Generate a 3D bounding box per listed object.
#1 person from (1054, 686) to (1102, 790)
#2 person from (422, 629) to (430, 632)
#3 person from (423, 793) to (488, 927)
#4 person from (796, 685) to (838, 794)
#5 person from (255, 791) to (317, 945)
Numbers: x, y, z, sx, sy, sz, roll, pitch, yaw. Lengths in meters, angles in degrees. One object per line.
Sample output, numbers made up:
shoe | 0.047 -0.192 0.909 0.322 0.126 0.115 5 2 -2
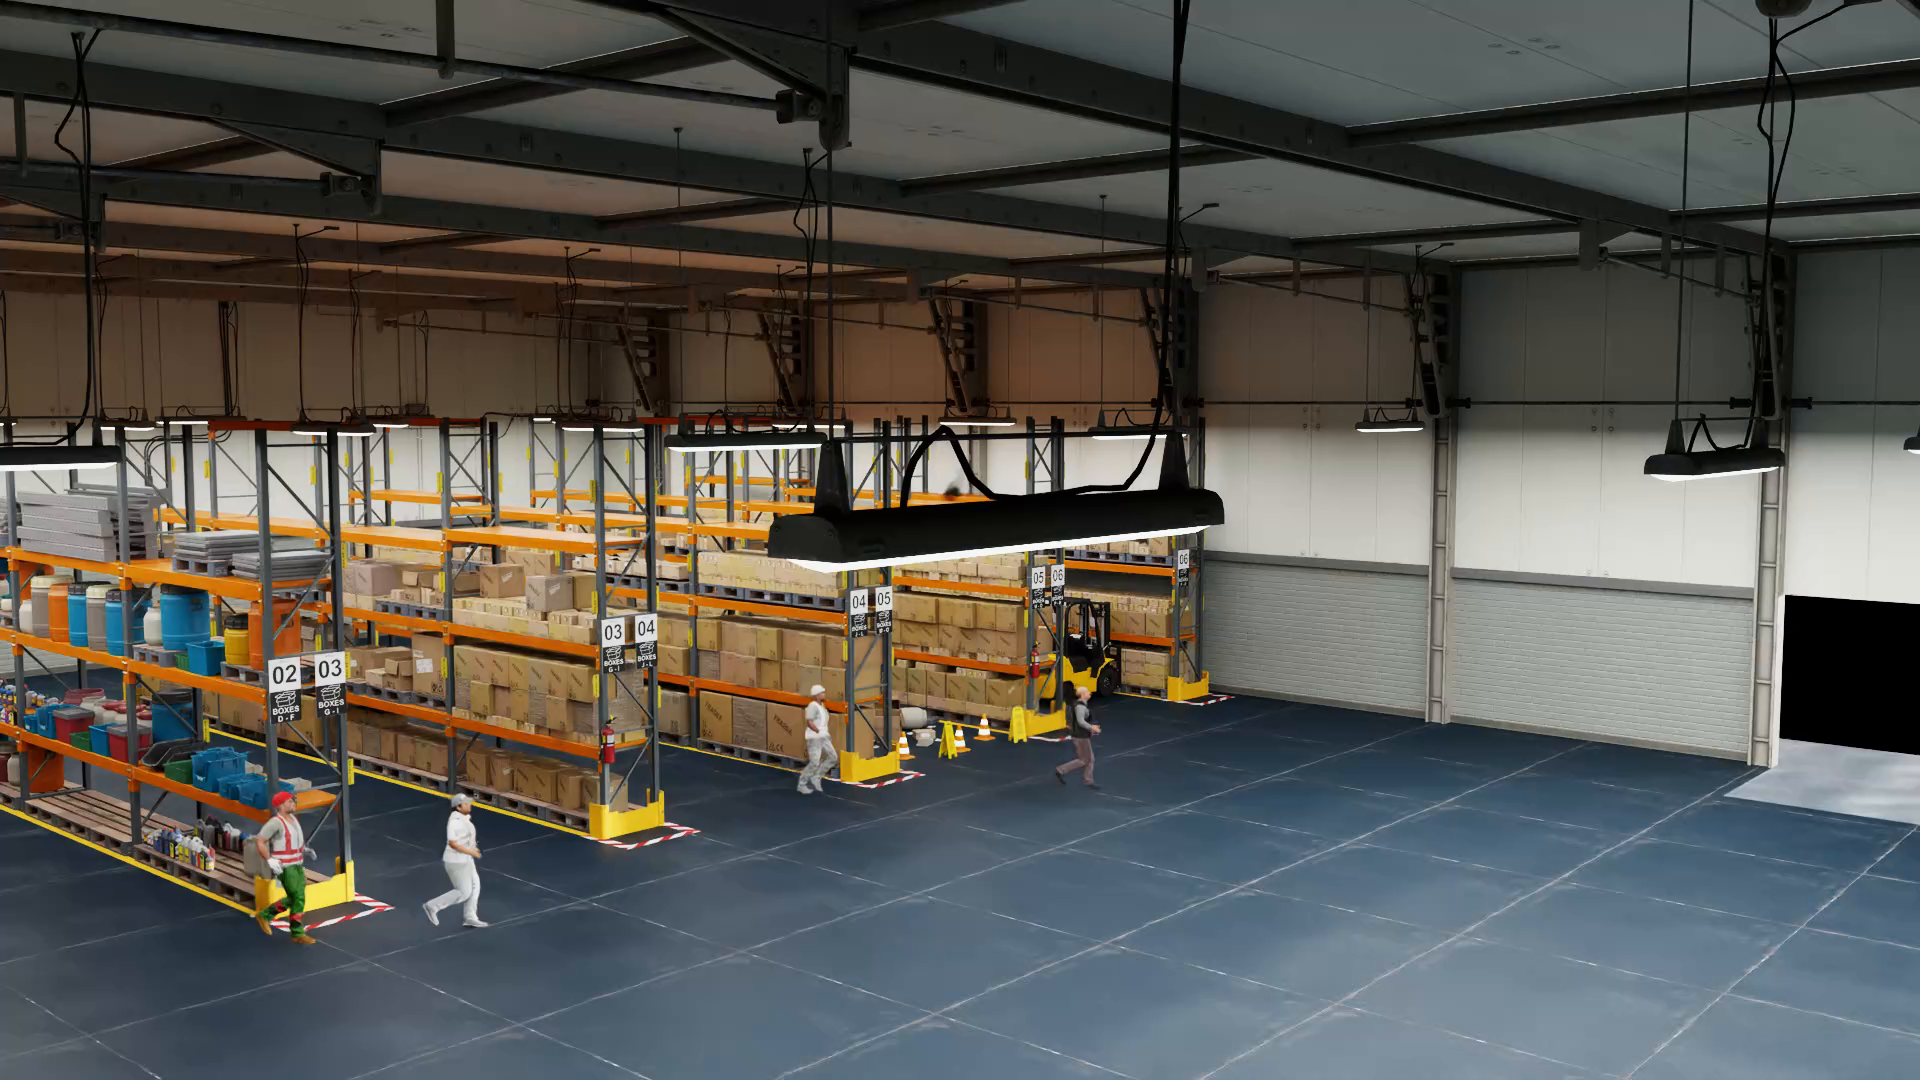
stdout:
person | 1.924 3.238 27.157 0.821 1.720 0.669 0 5 -5
person | -10.854 2.650 33.961 0.711 1.744 0.600 -5 7 -44
person | -6.073 3.874 19.994 0.740 1.646 0.612 -1 5 -14
person | -2.290 3.222 26.996 0.609 1.732 0.745 1 5 14
person | -7.905 3.839 19.550 0.751 1.761 0.704 1 5 6
